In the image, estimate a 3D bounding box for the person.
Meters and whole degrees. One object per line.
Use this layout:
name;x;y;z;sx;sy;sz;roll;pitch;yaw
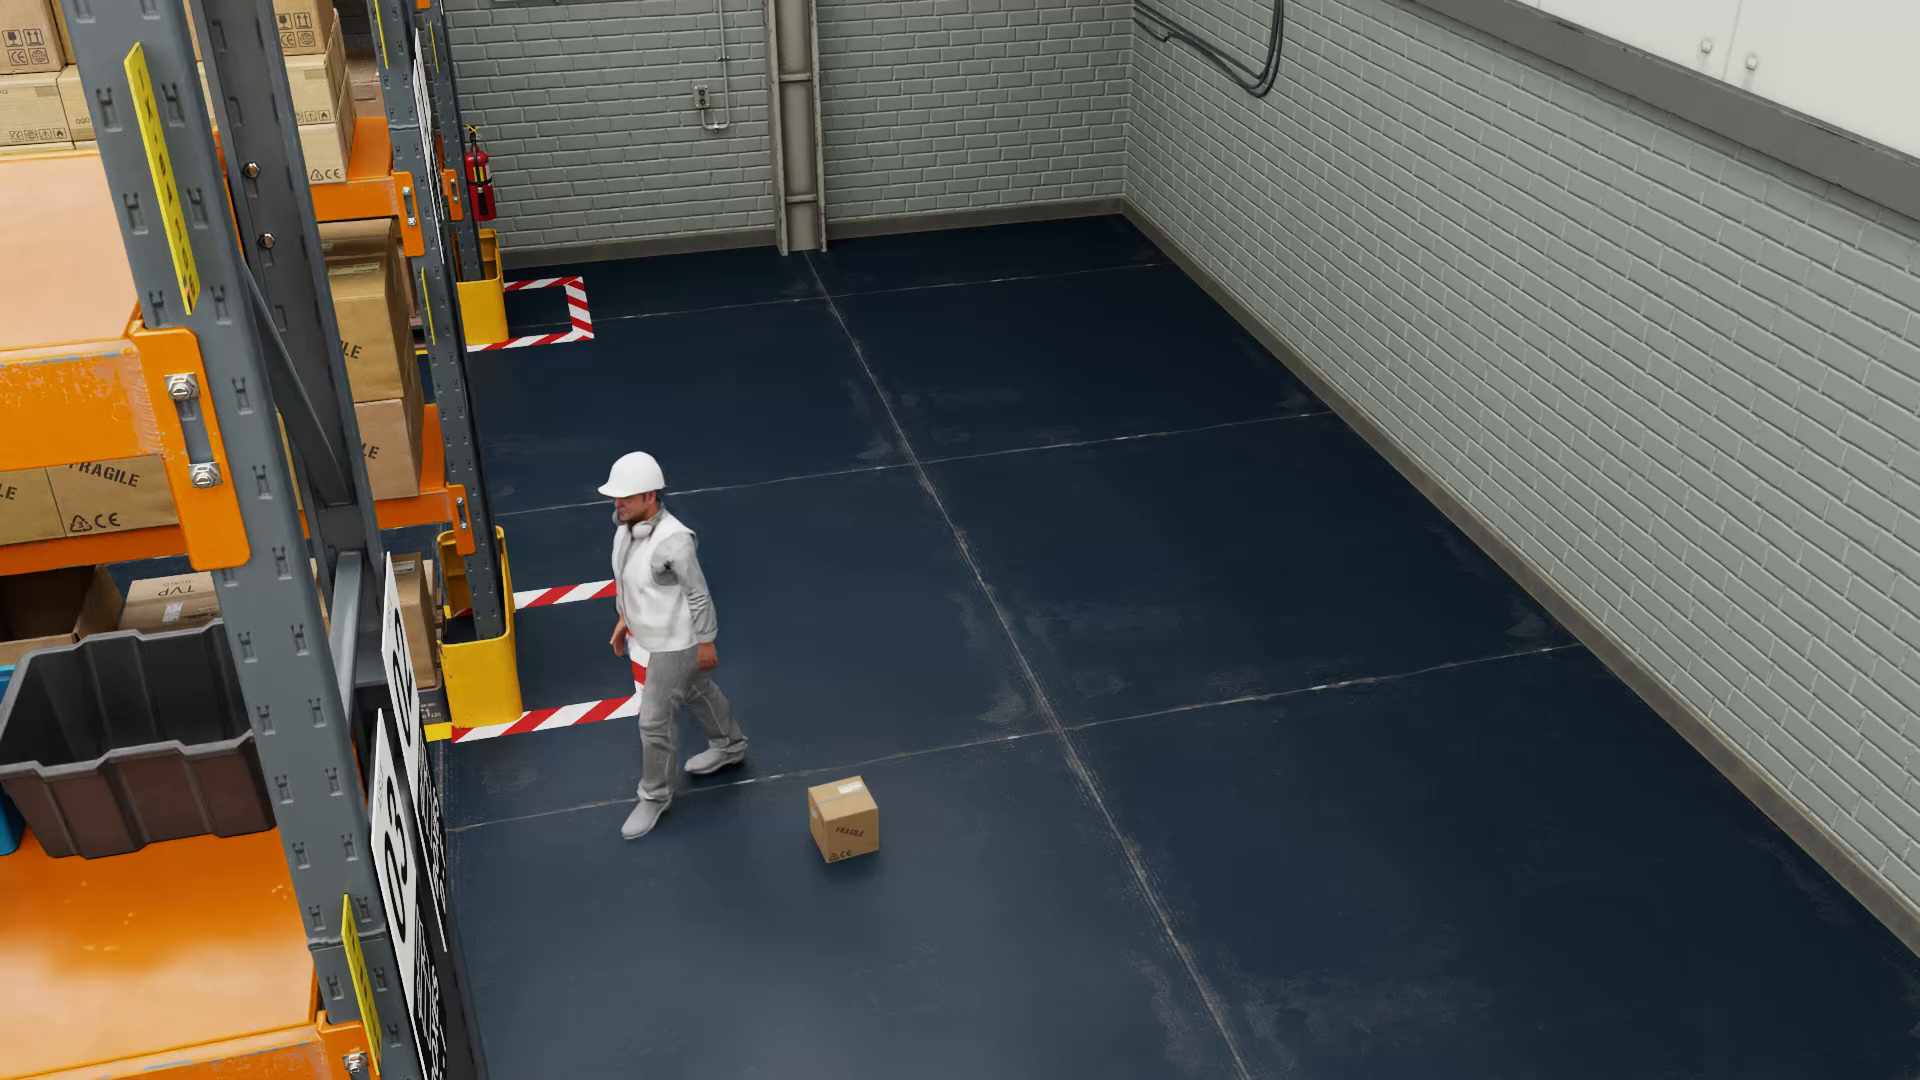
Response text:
person;-1.338;0.415;7.505;0.732;1.788;0.537;-16;34;-26
